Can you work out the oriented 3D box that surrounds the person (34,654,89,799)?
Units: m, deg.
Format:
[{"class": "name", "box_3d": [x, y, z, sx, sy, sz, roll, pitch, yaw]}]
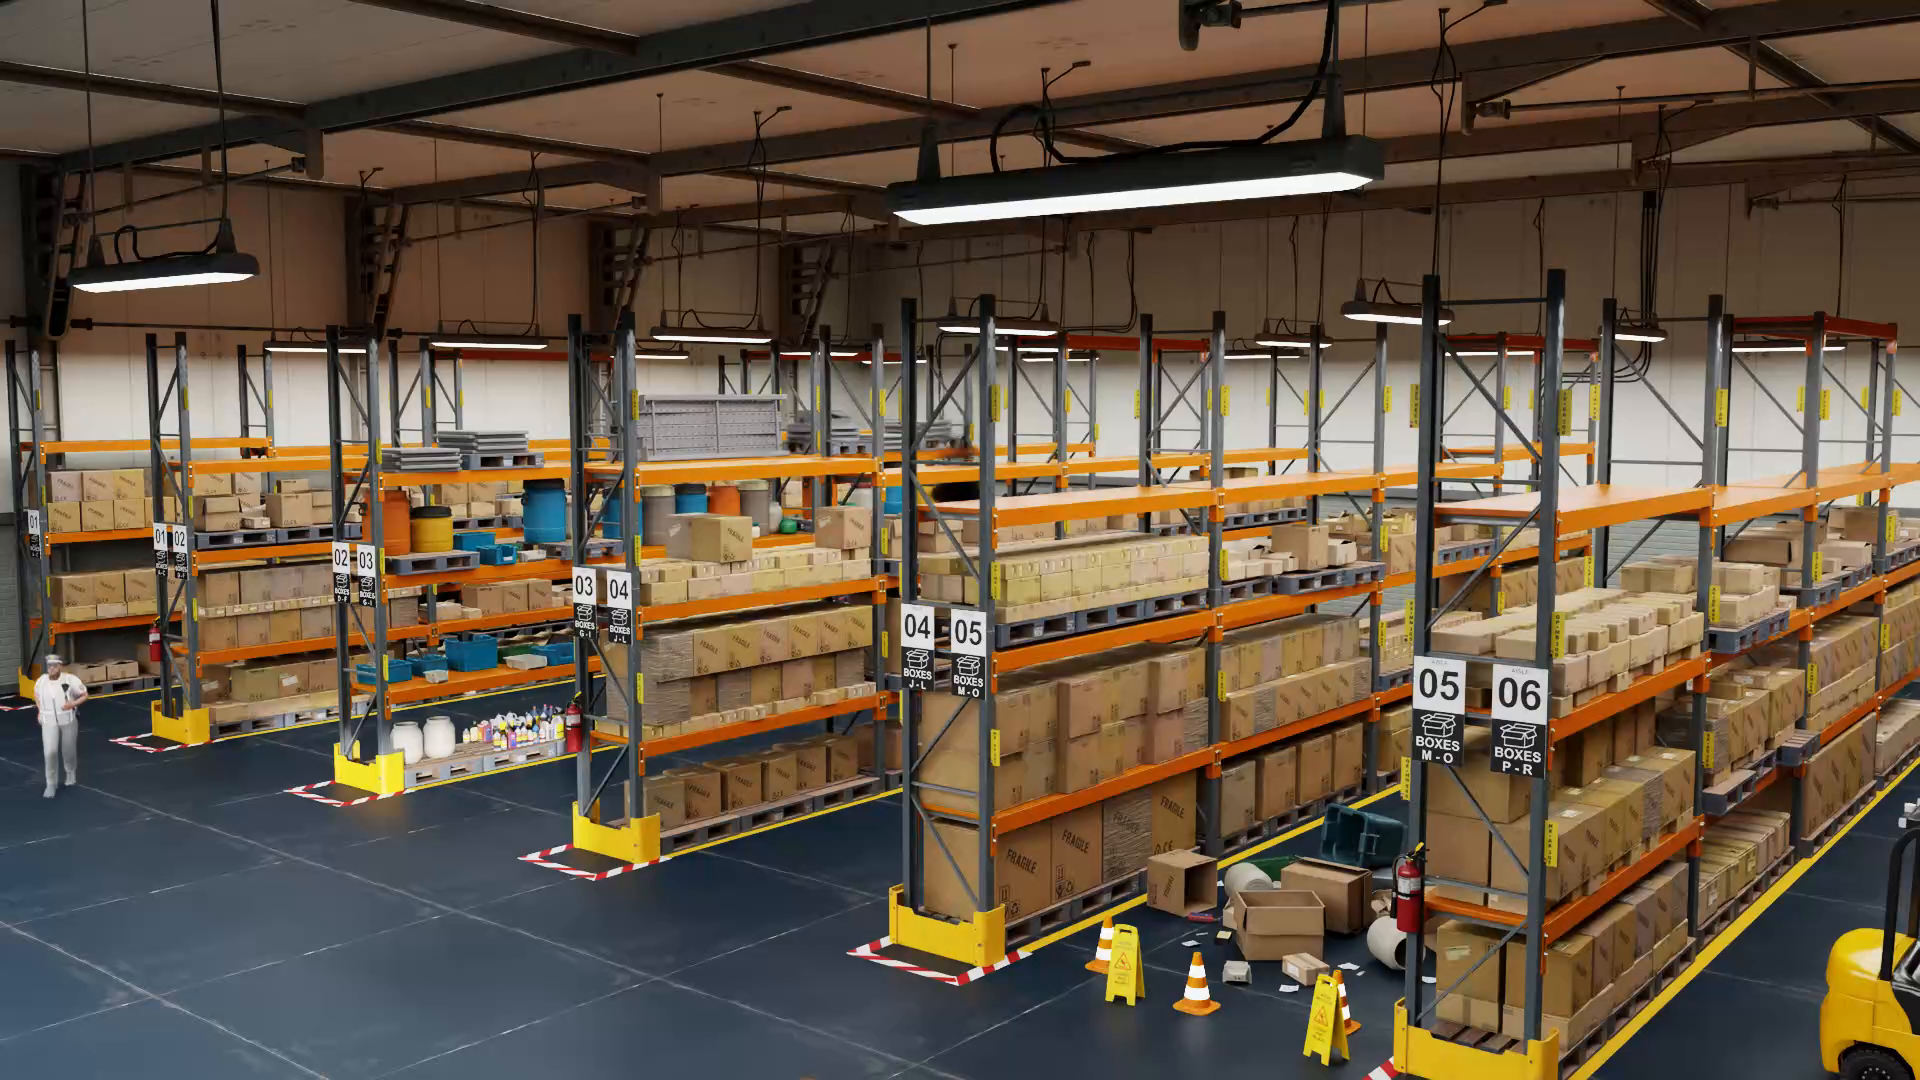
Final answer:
[{"class": "person", "box_3d": [-11.565, 2.358, 21.421, 0.651, 1.842, 0.802, -2, 5, -20]}]
